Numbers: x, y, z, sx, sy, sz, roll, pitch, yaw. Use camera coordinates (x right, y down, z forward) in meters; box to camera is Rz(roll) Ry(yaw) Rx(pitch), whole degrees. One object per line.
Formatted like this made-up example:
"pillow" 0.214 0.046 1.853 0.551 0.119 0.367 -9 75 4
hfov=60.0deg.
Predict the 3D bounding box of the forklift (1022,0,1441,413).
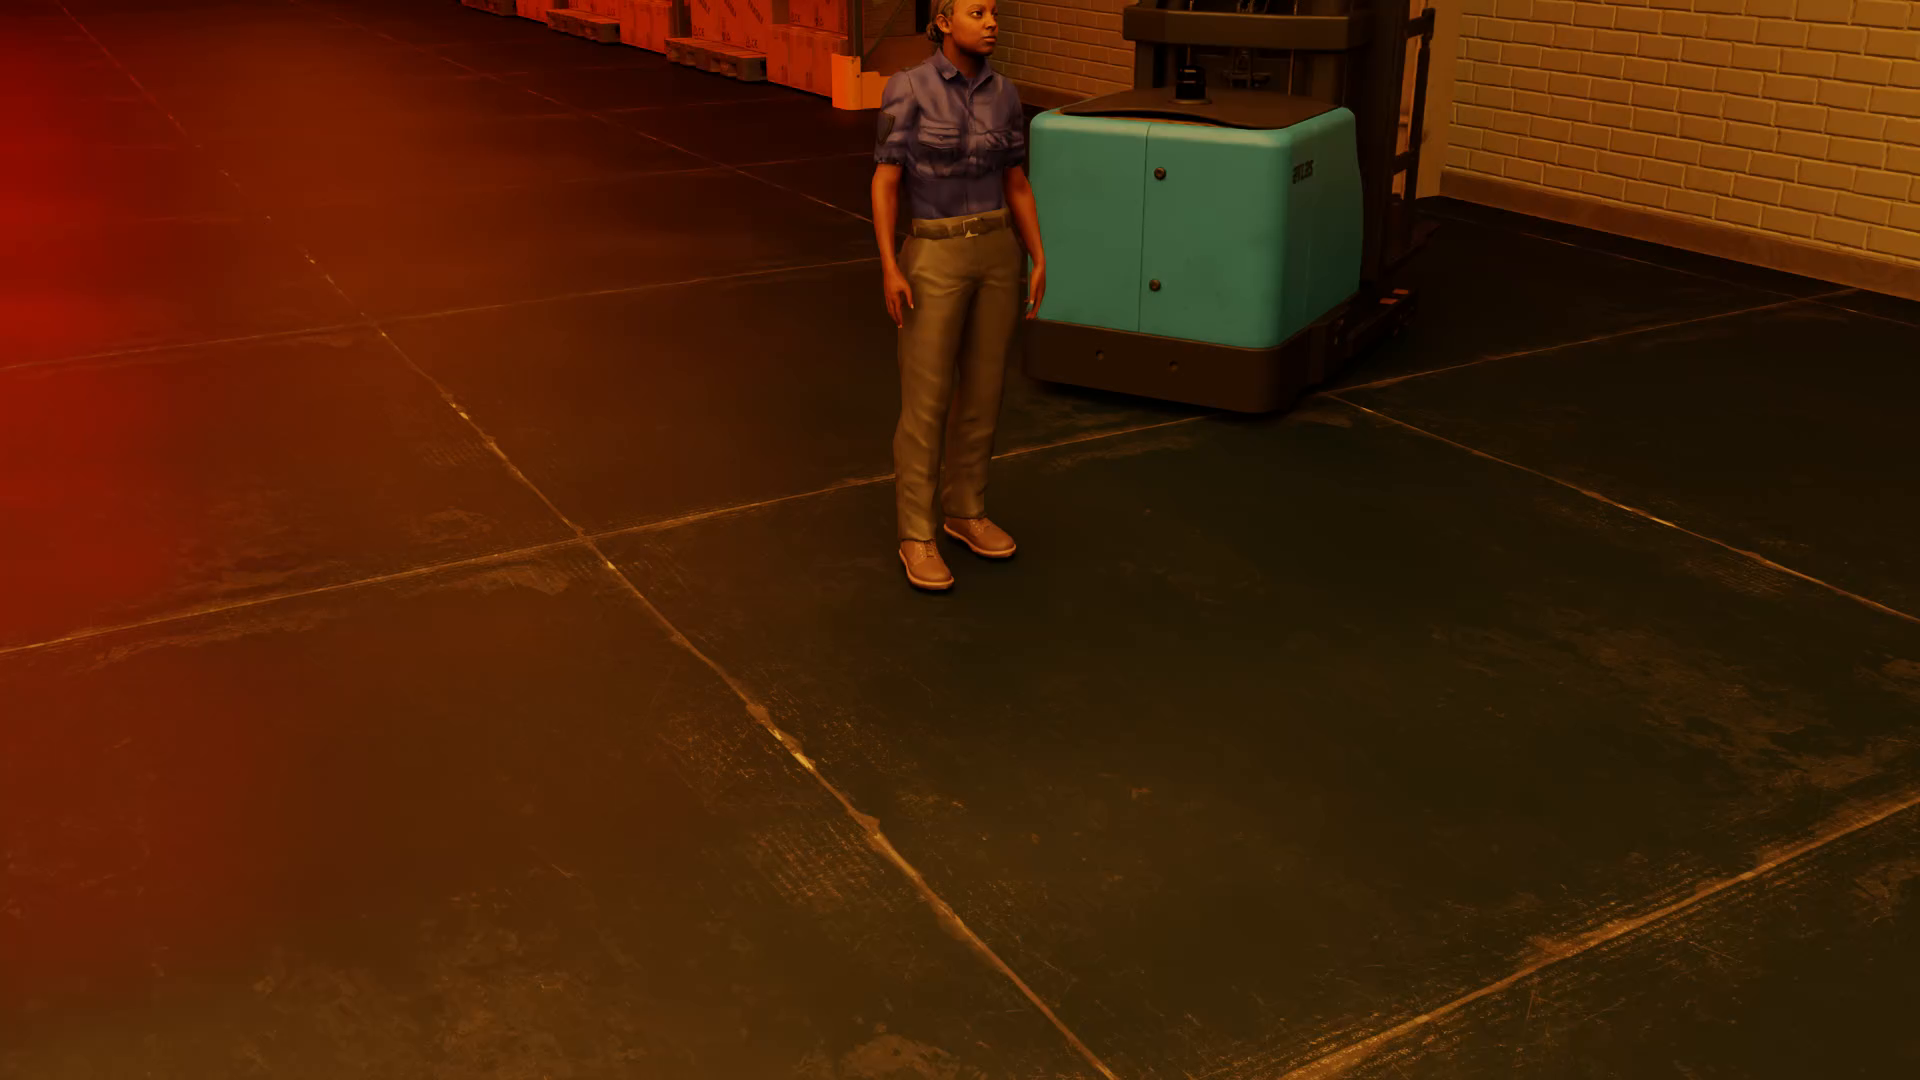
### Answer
"forklift" 1.411 -2.334 6.962 1.130 2.935 3.031 12 25 27

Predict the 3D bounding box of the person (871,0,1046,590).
"person" 0.027 -0.740 4.738 0.569 1.655 0.504 -12 25 -28
